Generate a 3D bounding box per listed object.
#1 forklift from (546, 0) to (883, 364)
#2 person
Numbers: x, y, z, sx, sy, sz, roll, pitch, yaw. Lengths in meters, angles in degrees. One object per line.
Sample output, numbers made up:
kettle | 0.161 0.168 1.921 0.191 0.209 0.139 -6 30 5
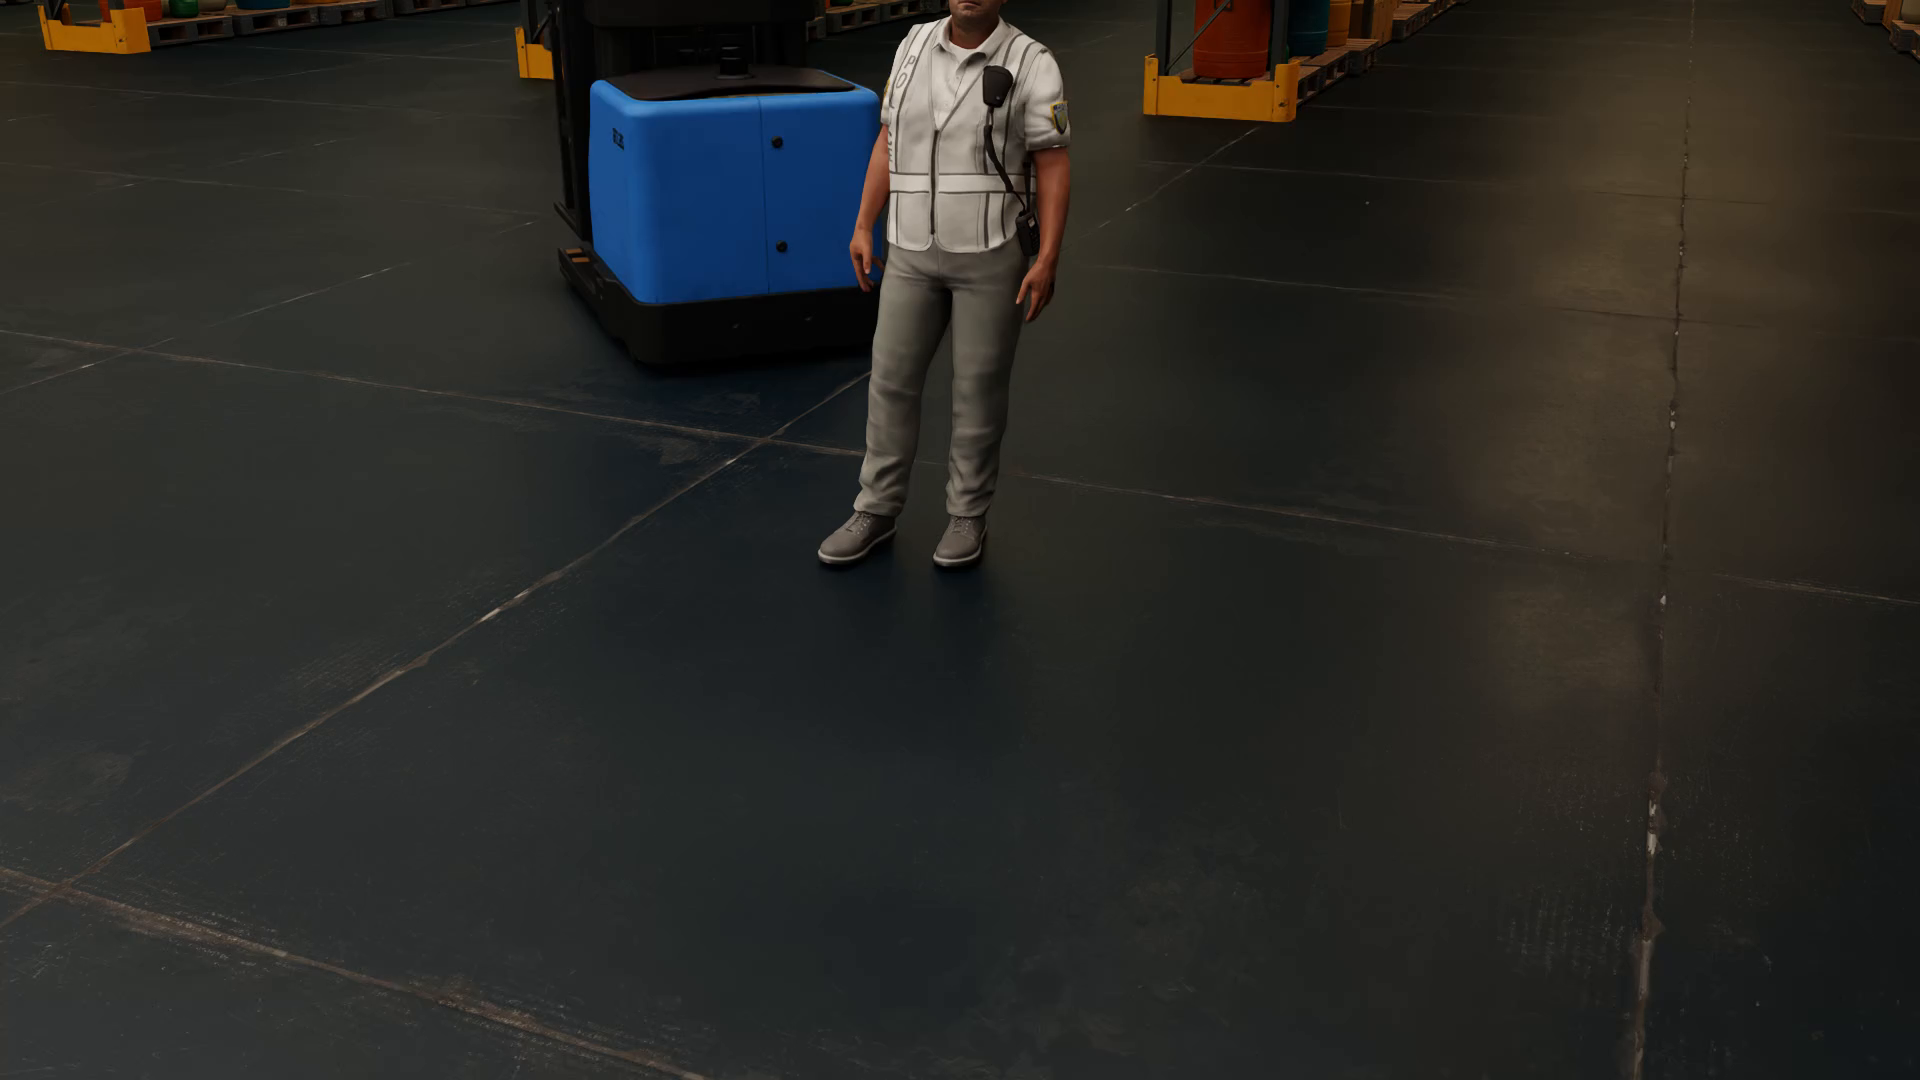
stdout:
forklift | -1.310 -2.585 7.477 1.130 2.935 3.031 -9 24 -20
person | -0.040 -0.804 4.683 0.641 1.781 0.574 9 24 21
